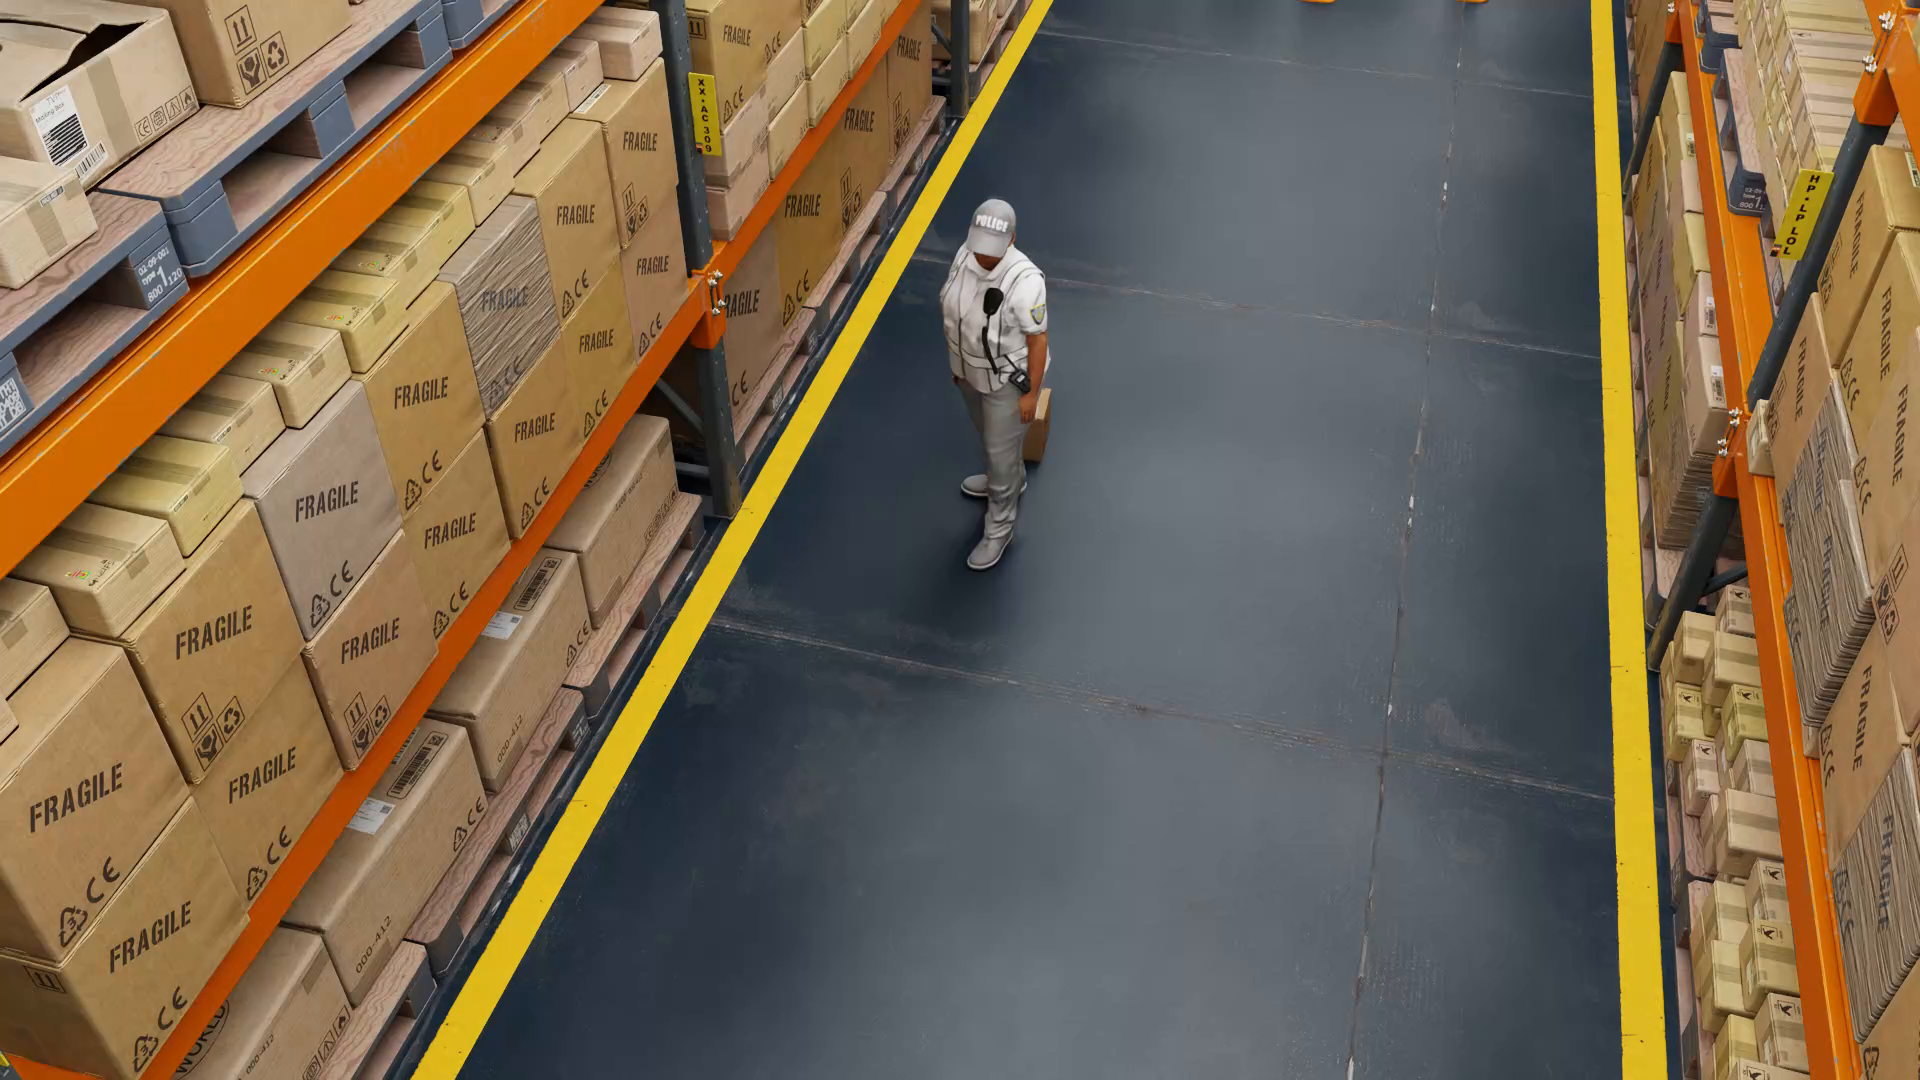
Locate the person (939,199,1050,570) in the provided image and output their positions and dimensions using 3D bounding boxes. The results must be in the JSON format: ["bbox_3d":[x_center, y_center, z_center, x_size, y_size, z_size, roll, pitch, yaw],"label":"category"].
[{"bbox_3d":[0.136,-0.706,6.956,0.538,1.664,0.522,-27,48,-27],"label":"person"}]
